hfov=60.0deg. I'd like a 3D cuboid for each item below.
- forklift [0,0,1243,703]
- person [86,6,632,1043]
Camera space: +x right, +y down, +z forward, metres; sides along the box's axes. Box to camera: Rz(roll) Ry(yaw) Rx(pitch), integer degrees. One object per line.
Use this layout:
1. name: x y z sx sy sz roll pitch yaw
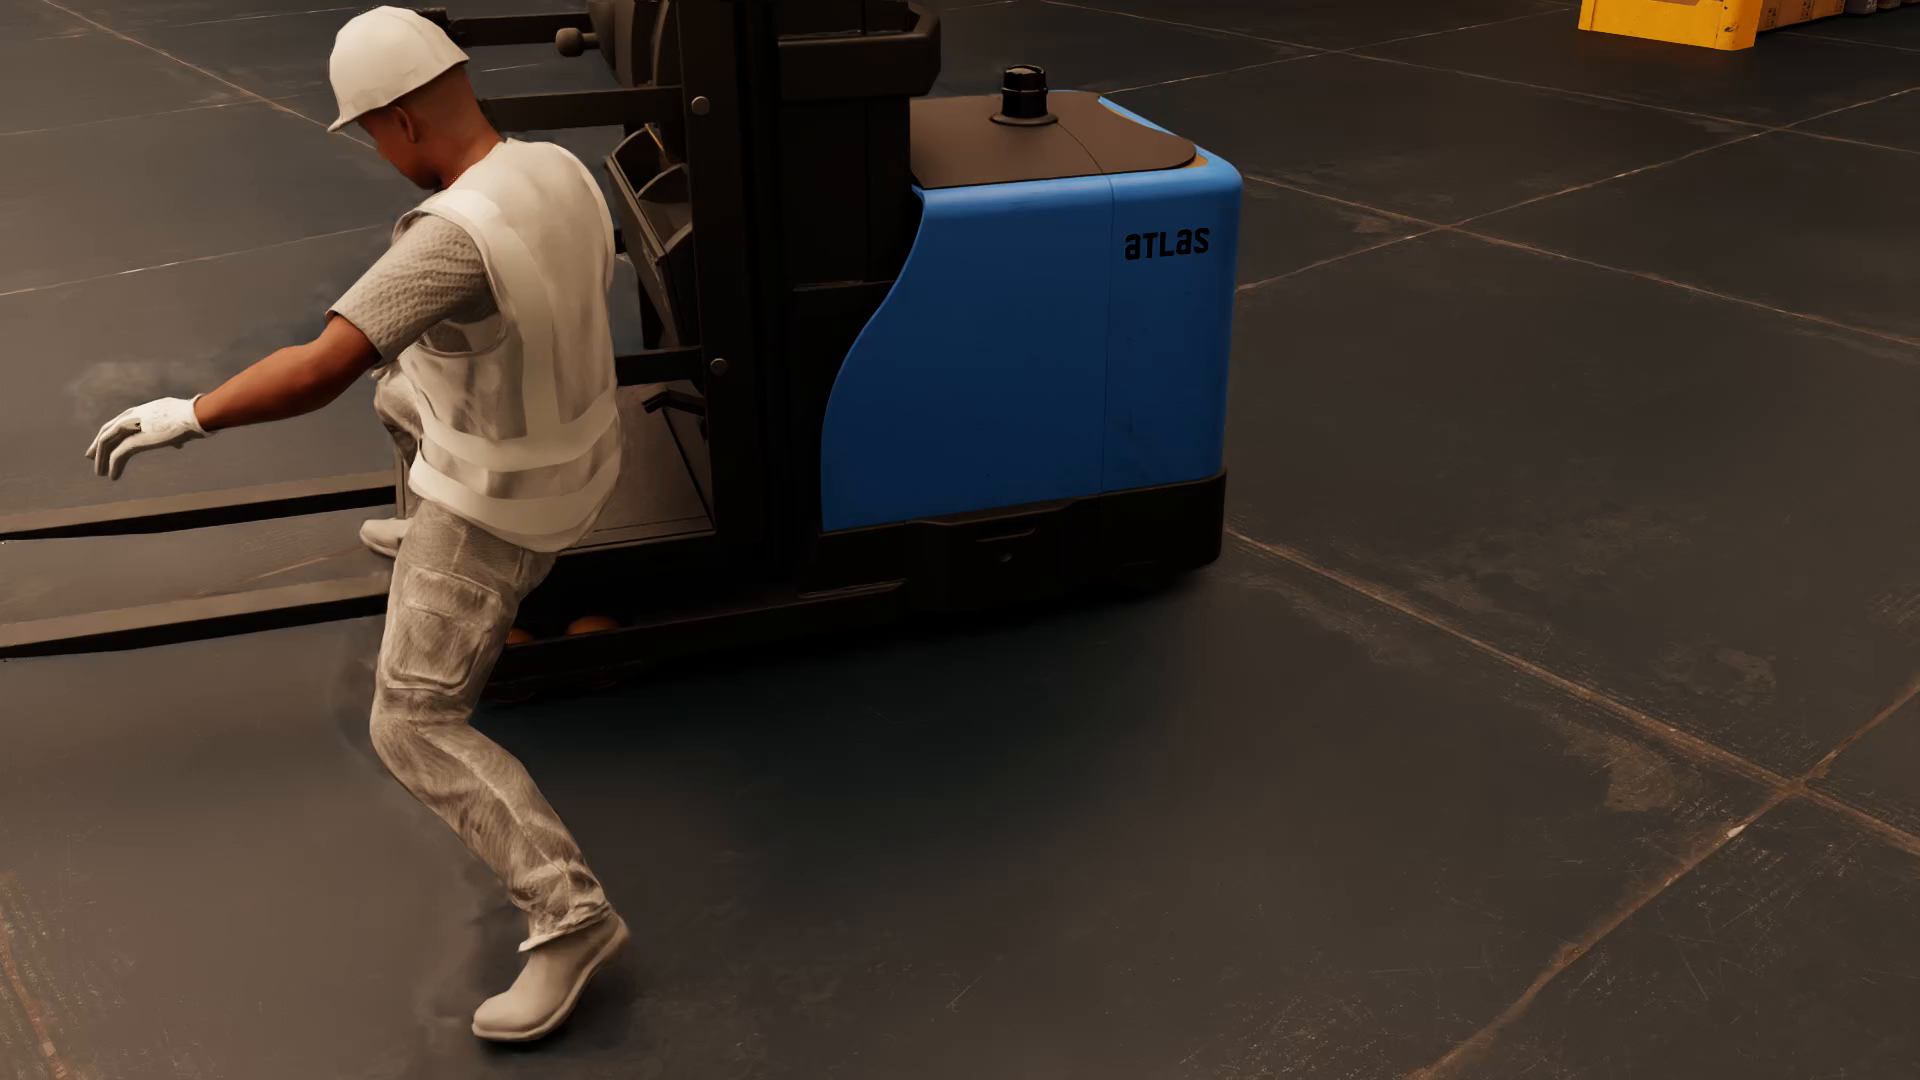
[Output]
1. forklift: -0.904 -1.207 3.637 3.031 2.935 1.130 -8 28 -16
2. person: -0.974 -0.148 3.027 0.972 1.578 1.247 5 27 9
